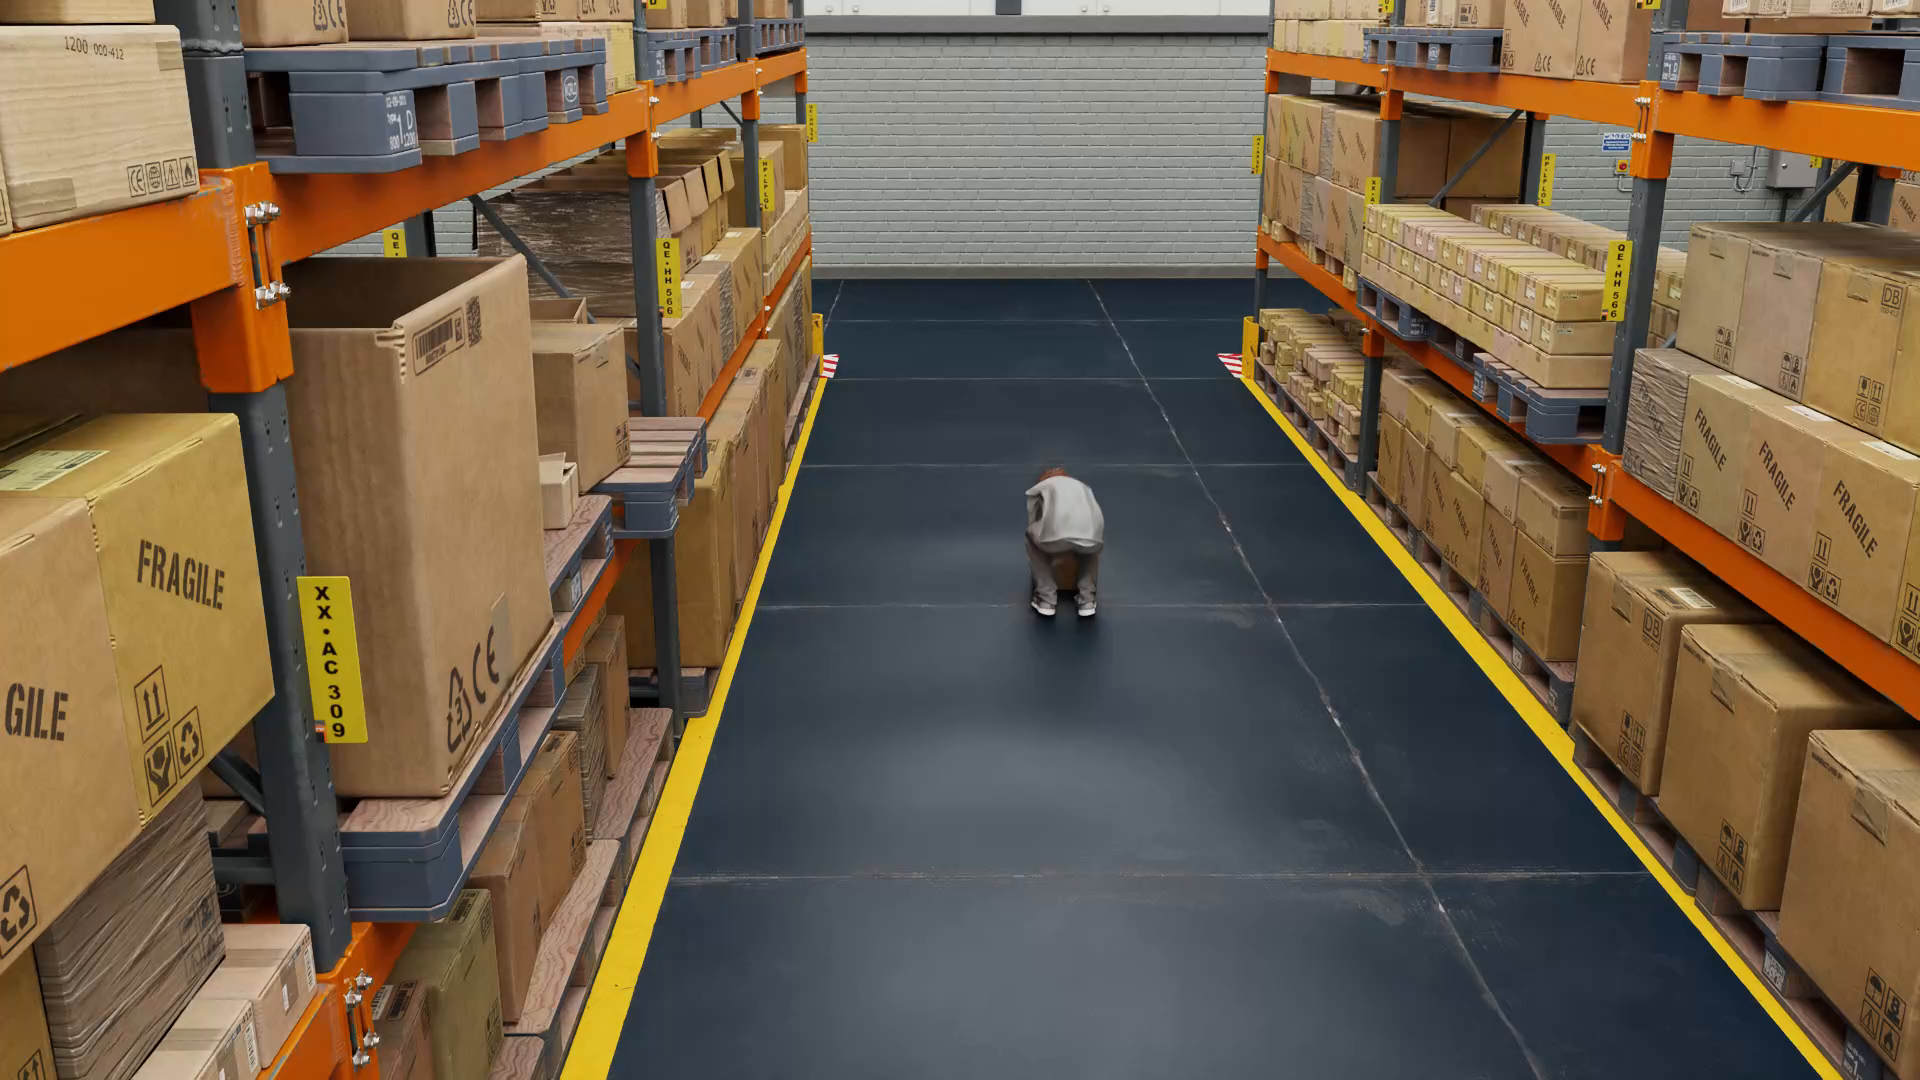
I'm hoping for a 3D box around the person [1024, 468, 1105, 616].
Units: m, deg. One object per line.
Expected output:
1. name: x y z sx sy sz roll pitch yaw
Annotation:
1. person: 0.563 0.024 9.051 0.421 0.715 0.869 -1 17 -2
